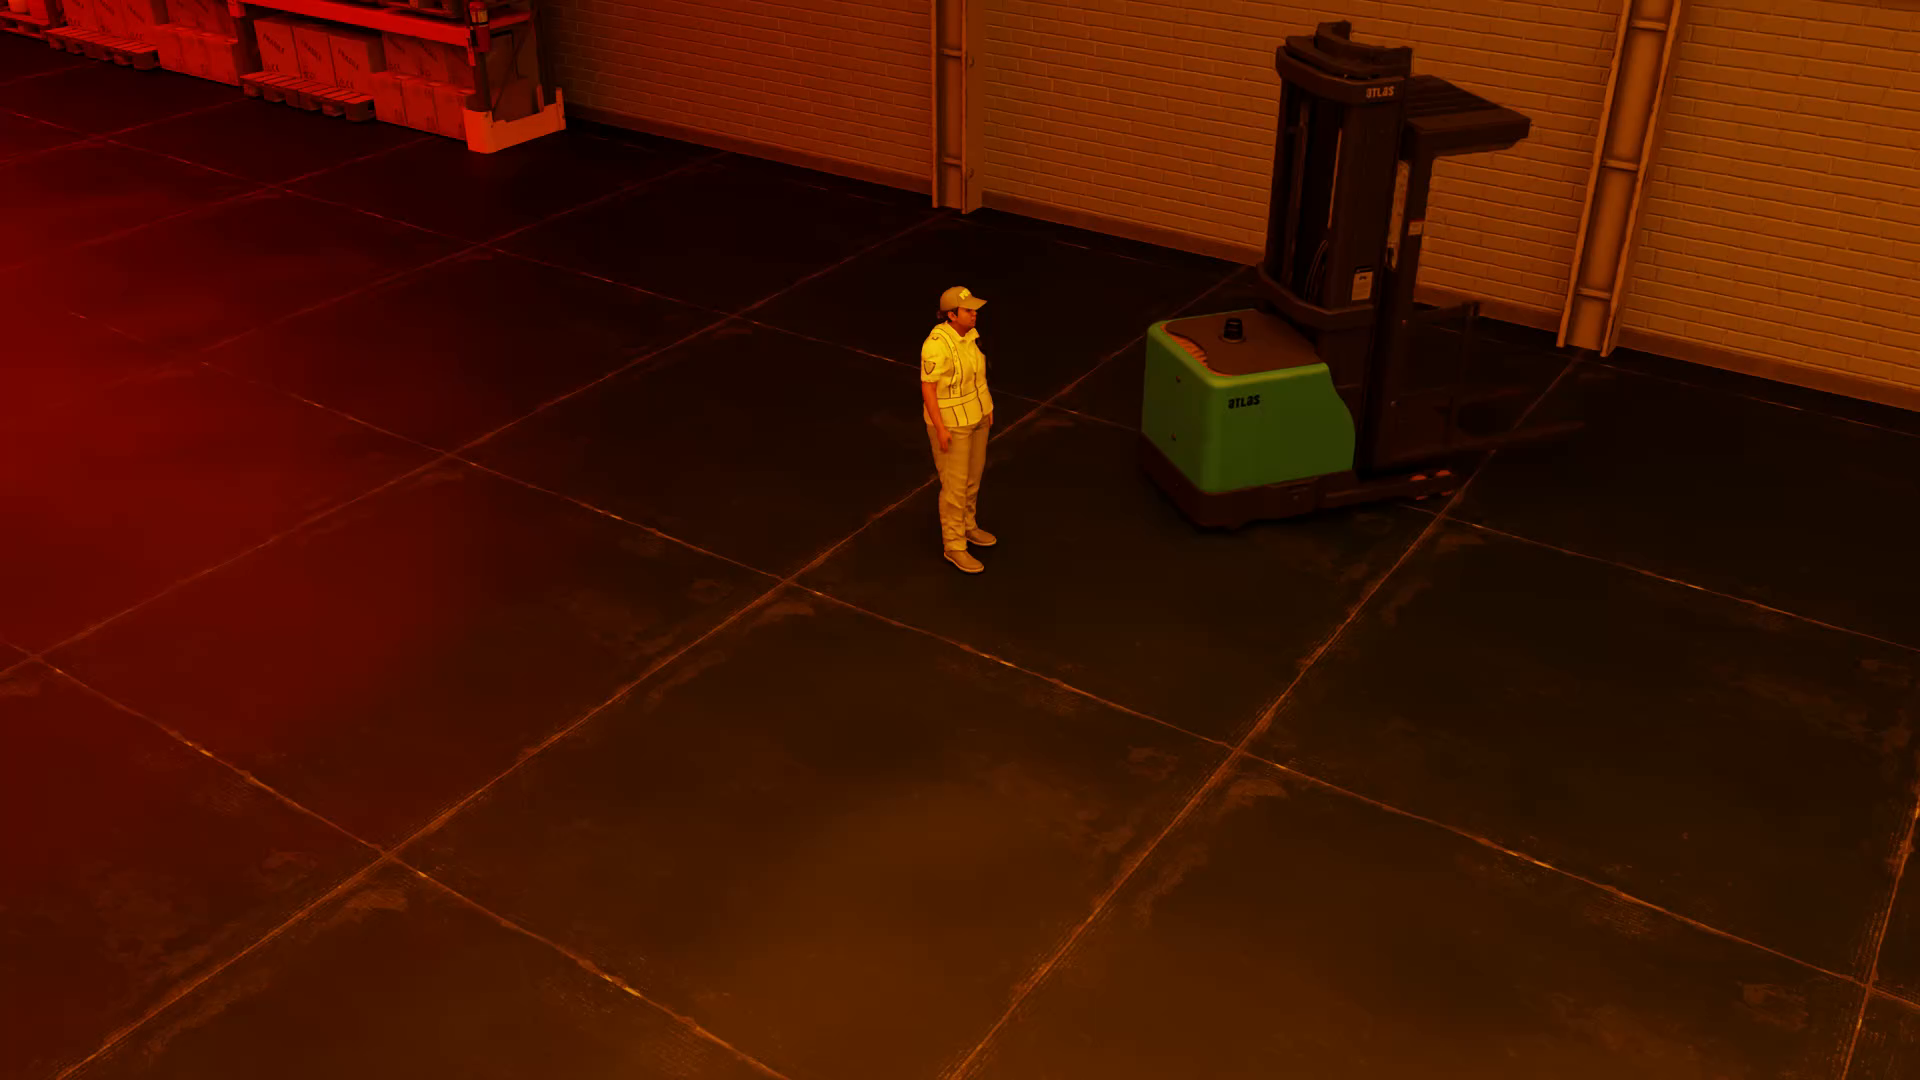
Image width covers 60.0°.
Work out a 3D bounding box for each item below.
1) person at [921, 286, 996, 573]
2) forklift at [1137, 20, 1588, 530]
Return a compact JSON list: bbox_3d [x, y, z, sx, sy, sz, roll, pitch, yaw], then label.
[{"bbox_3d":[0.052,-0.695,10.024,0.527,1.670,0.598,19,35,29],"label":"person"},{"bbox_3d":[2.773,-1.769,10.628,3.031,2.935,1.130,-10,32,-17],"label":"forklift"}]
